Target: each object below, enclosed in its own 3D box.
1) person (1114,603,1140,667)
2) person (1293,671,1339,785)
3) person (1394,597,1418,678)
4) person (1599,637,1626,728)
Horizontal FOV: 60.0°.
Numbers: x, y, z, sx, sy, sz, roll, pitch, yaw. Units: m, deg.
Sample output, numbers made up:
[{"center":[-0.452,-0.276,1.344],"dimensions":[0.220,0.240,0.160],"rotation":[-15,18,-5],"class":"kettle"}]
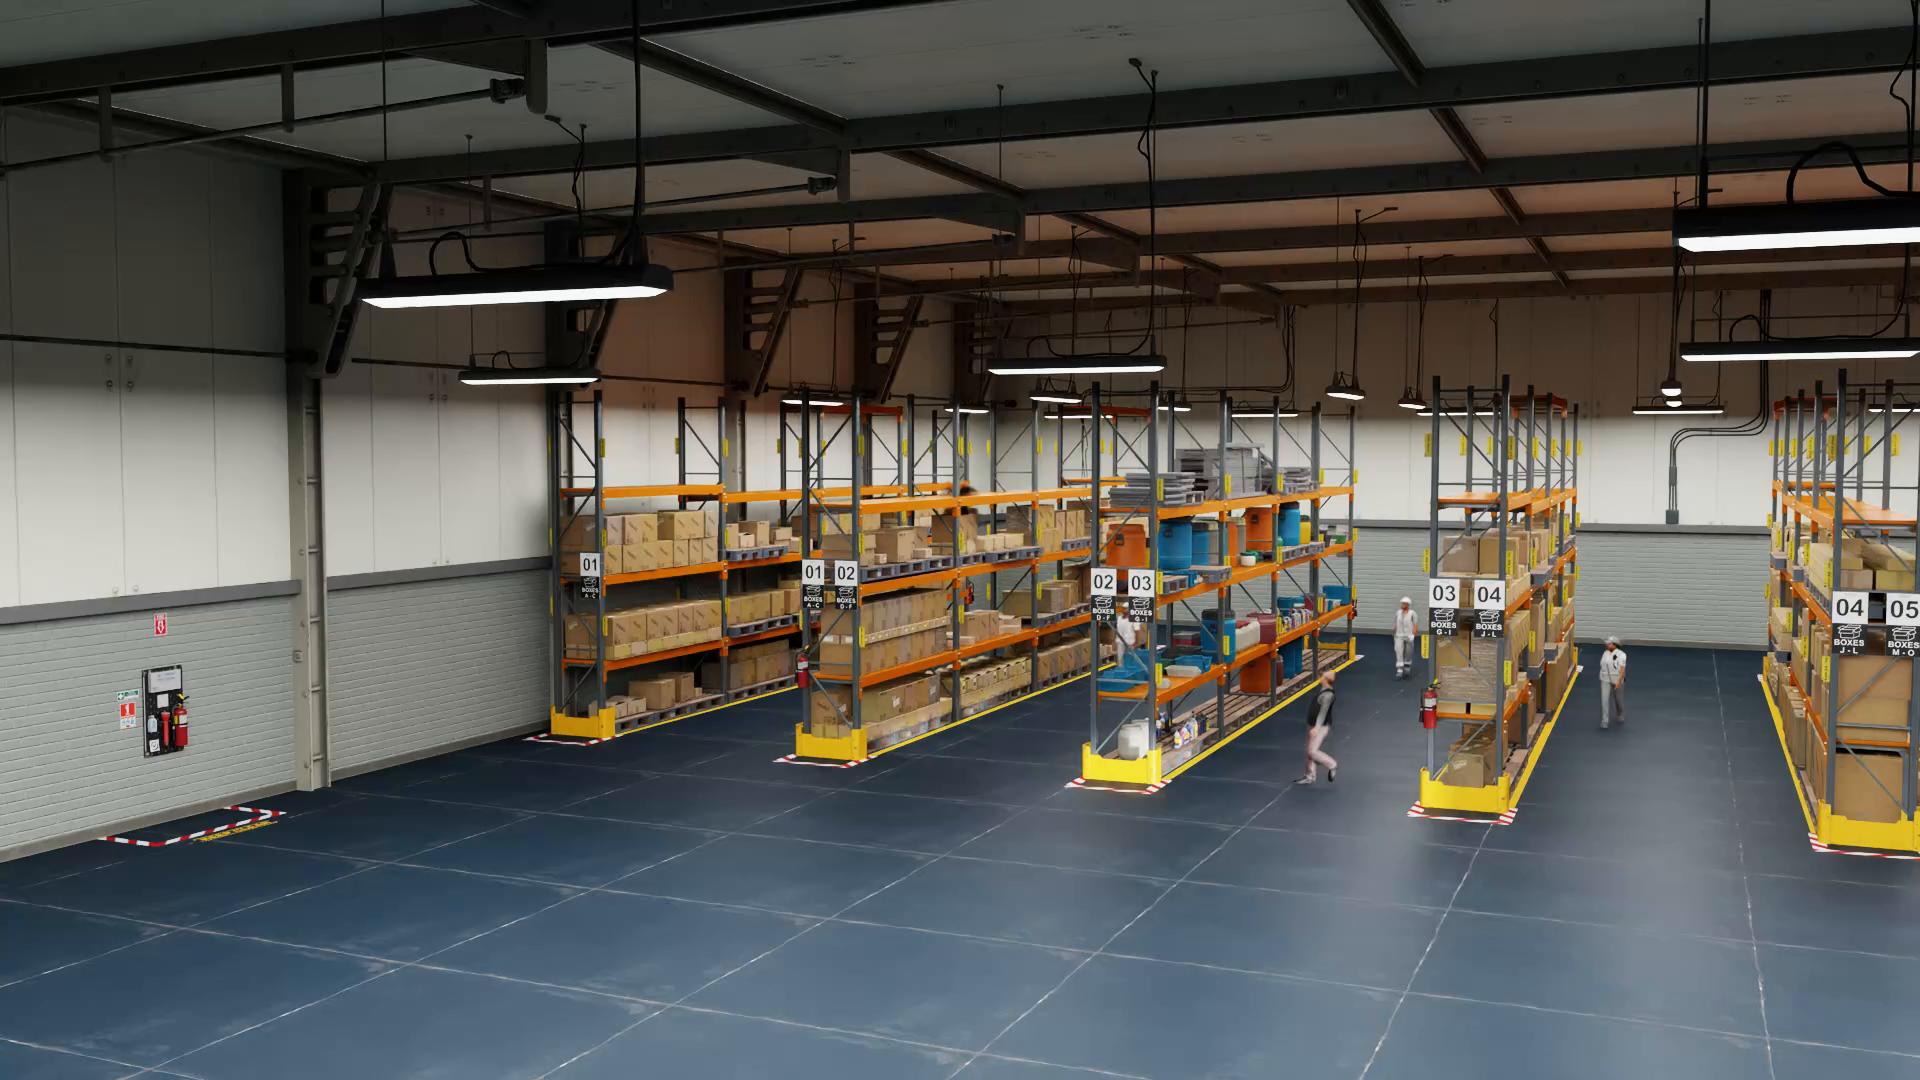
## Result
[{"center":[3.536,2.191,35.347],"dimensions":[0.580,1.729,0.975],"rotation":[1,3,13],"class":"person"},{"center":[5.291,2.795,24.738],"dimensions":[0.624,1.698,0.564],"rotation":[0,3,-7],"class":"person"},{"center":[9.676,2.114,36.094],"dimensions":[0.510,1.732,1.055],"rotation":[1,3,16],"class":"person"},{"center":[11.699,2.539,29.824],"dimensions":[0.452,1.618,0.947],"rotation":[2,3,26],"class":"person"}]
